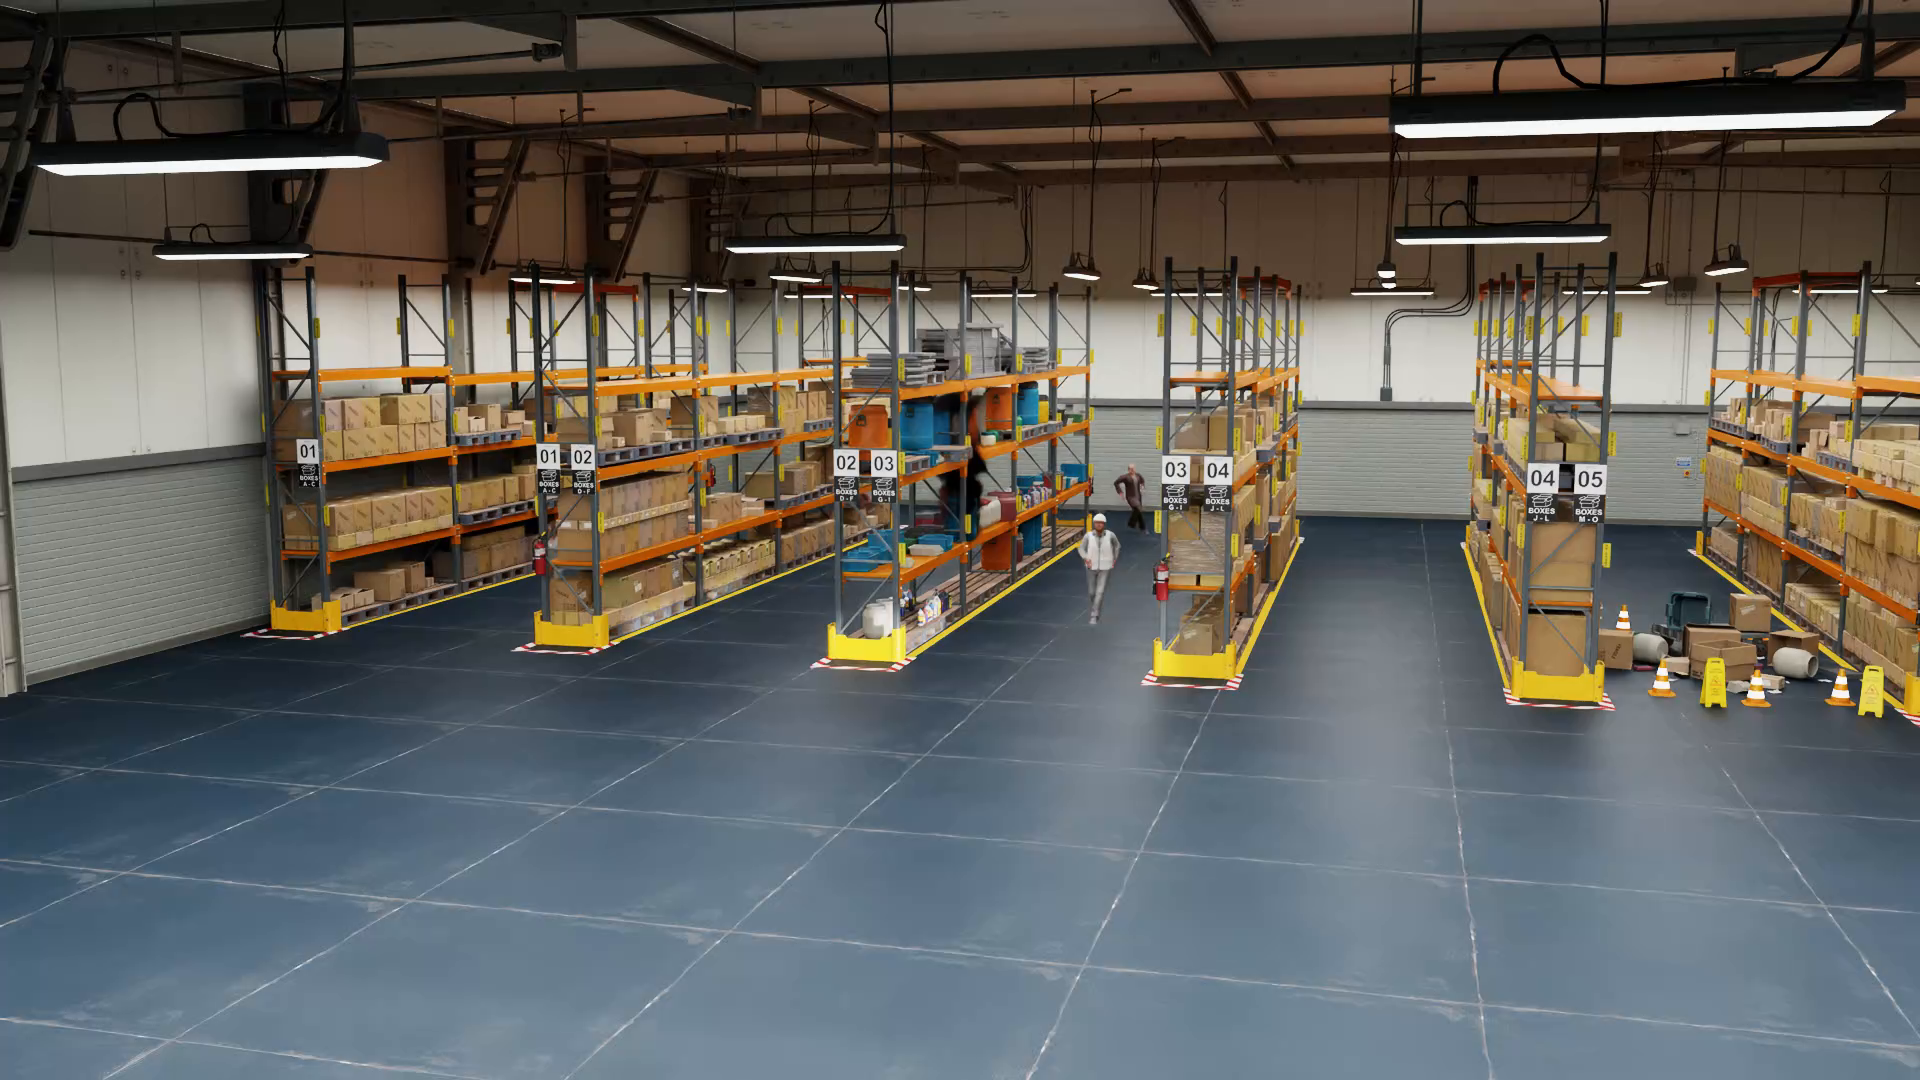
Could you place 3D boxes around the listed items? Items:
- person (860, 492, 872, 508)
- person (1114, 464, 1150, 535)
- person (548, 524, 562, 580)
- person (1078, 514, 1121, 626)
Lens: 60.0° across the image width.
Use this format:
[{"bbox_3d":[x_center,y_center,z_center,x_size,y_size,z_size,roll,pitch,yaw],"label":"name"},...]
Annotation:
[{"bbox_3d":[-2.510,-1.271,43.043,0.772,1.637,0.567,2,8,15],"label":"person"},{"bbox_3d":[4.214,-0.993,40.715,0.826,1.772,0.841,-5,9,-36],"label":"person"},{"bbox_3d":[-7.108,0.510,29.023,0.536,1.595,0.878,0,7,4],"label":"person"},{"bbox_3d":[2.241,0.456,26.806,0.684,1.779,0.797,1,7,8],"label":"person"}]
